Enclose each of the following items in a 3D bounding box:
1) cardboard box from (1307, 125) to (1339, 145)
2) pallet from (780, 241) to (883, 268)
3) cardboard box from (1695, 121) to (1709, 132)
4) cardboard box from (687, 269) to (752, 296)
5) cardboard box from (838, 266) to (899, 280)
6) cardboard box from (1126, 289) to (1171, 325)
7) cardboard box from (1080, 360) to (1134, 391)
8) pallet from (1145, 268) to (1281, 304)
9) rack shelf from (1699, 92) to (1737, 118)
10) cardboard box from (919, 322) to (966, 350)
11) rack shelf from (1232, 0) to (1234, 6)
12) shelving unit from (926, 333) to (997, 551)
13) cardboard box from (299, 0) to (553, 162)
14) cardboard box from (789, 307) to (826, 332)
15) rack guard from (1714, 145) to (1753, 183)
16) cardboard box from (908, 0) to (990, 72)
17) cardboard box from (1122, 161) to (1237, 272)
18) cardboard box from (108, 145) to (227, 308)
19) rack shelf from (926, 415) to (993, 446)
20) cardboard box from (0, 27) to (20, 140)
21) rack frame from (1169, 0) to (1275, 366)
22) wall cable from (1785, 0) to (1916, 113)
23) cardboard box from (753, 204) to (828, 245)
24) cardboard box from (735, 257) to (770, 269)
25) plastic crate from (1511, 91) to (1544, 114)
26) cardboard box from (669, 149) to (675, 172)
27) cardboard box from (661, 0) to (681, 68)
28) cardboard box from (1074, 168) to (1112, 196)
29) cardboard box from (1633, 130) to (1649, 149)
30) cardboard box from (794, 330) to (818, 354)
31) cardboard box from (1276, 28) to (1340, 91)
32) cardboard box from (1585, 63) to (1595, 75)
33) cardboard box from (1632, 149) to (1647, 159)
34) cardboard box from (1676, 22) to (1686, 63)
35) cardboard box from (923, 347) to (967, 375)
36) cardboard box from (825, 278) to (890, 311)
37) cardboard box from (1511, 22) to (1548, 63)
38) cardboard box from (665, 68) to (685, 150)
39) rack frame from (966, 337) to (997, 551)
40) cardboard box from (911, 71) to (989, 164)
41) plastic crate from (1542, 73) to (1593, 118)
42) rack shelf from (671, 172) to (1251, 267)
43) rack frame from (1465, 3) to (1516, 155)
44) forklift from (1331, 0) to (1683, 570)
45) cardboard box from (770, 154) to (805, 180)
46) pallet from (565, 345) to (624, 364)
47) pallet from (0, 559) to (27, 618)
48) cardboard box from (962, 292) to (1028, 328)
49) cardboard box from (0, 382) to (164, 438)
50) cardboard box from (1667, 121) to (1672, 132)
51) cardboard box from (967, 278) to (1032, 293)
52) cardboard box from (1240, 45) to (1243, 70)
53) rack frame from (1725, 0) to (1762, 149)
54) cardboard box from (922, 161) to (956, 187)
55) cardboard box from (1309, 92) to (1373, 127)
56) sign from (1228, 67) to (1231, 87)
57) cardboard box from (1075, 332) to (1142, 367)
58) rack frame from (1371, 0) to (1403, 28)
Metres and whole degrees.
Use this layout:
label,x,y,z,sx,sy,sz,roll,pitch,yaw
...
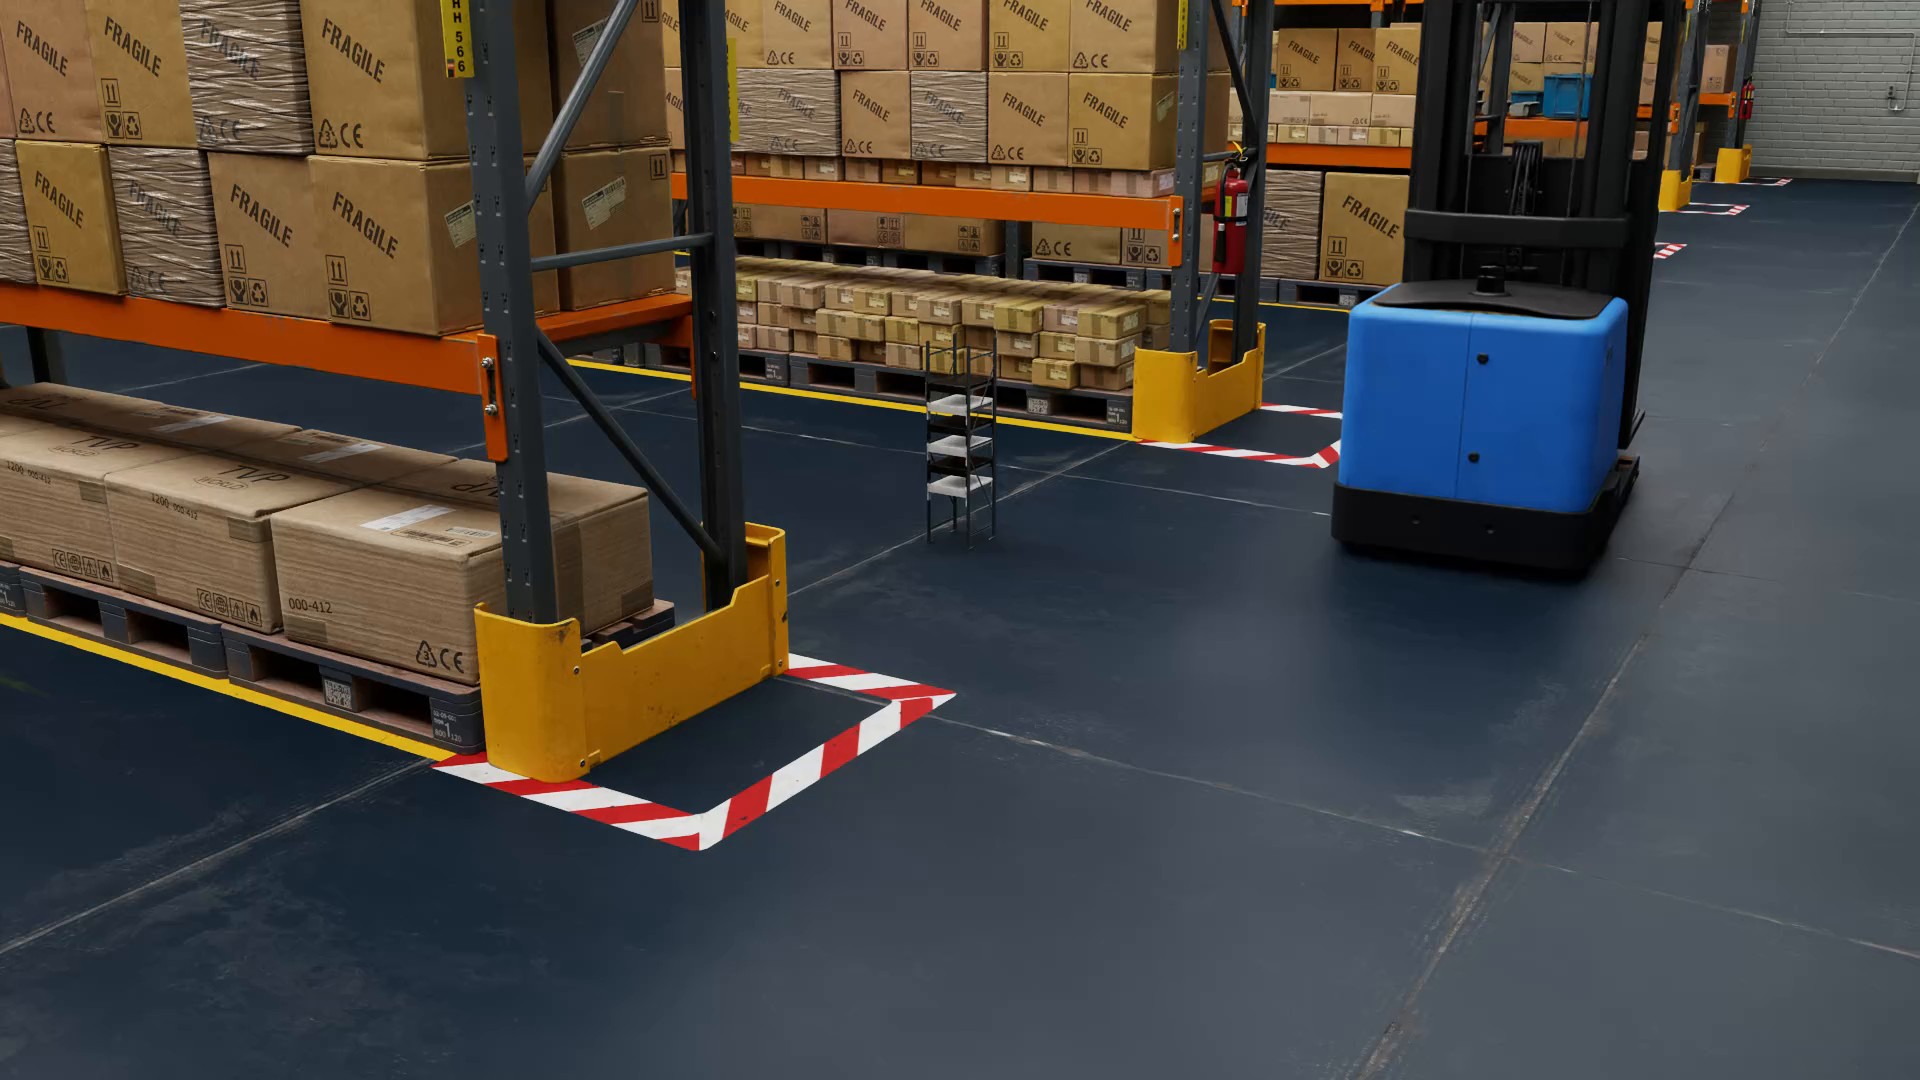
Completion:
label,x,y,z,sx,sy,sz,roll,pitch,yaw
cardboard box,3.009,-3.296,13.502,0.250,0.149,0.380,11,20,31
pallet,-1.016,-2.885,16.517,1.213,0.211,1.003,10,20,30
cardboard box,11.473,-6.435,25.867,0.250,0.149,0.380,10,20,30
cardboard box,-1.568,-1.684,10.923,0.250,0.149,0.380,11,20,33
cardboard box,-0.604,-1.712,11.016,0.250,0.149,0.380,9,19,27
cardboard box,1.183,-1.400,9.987,0.250,0.149,0.380,9,19,28
cardboard box,0.894,-0.979,9.627,0.250,0.149,0.380,11,20,31
pallet,2.376,-2.281,14.527,1.213,0.211,1.003,10,20,30
rack shelf,10.206,-6.968,26.396,4.000,0.370,1.077,10,20,30
cardboard box,-0.039,-1.257,10.030,0.250,0.149,0.380,10,20,31
rack shelf,1.613,-6.558,19.885,4.000,0.370,1.077,10,20,30
shelving unit,0.007,-0.429,7.246,0.210,0.900,0.258,10,20,30
cardboard box,-1.588,-1.413,4.981,0.500,0.500,0.500,11,20,32
cardboard box,-0.876,-1.434,10.610,0.250,0.149,0.380,11,20,33
rack guard,11.931,-5.808,25.641,0.348,0.500,1.175,10,20,30
cardboard box,0.052,-2.945,9.510,0.500,0.500,0.500,11,20,33
cardboard box,2.012,-2.863,14.578,0.875,0.875,0.875,10,20,30
cardboard box,-2.466,-1.084,5.618,0.500,0.500,0.500,11,20,32
rack shelf,0.007,-0.484,7.230,0.200,0.077,0.258,10,20,30
cardboard box,-3.325,-1.716,5.977,0.500,0.500,0.500,11,20,31
rack frame,1.452,-2.114,9.180,0.127,3.000,1.000,10,20,30
wall cable,13.496,-7.533,25.272,1.851,1.984,0.084,10,20,30
cardboard box,-1.351,-3.481,16.612,0.875,0.875,1.225,10,20,30
cardboard box,-1.517,-1.854,11.484,0.250,0.149,0.380,11,20,32
plastic crate,6.126,-4.722,17.949,0.300,0.233,0.416,10,20,30
cardboard box,-1.887,-2.478,10.811,0.250,0.149,0.380,11,20,32
cardboard box,-1.700,-3.262,10.556,0.500,0.500,0.500,11,20,31
cardboard box,0.834,-2.021,9.305,0.250,0.149,0.380,10,20,30
cardboard box,10.835,-6.170,26.111,0.500,0.500,0.700,10,20,30
cardboard box,-0.859,-1.301,10.684,0.250,0.149,0.380,9,19,28
cardboard box,2.995,-4.050,14.009,0.500,0.500,0.500,10,19,29
cardboard box,8.353,-5.907,21.494,0.500,0.500,0.500,10,20,31
cardboard box,8.729,-4.816,21.620,0.500,0.500,0.500,10,20,30
cardboard box,9.081,-6.439,21.526,0.500,0.500,0.500,11,20,32
cardboard box,-0.026,-1.113,10.066,0.250,0.149,0.380,9,19,28
cardboard box,-0.643,-1.544,10.461,0.250,0.149,0.380,9,19,28
cardboard box,7.485,-6.538,21.853,0.500,0.500,0.500,11,20,32
cardboard box,-1.667,-2.775,10.672,0.500,0.500,0.500,10,19,29
rack frame,0.094,-0.414,7.195,0.006,0.900,0.240,10,20,30
cardboard box,0.061,-2.463,9.646,0.500,0.500,0.500,10,20,30
plastic crate,6.342,-4.604,17.214,0.499,0.435,0.616,10,20,30
rack shelf,-0.253,-2.074,10.286,4.000,0.370,1.077,10,20,30
rack frame,4.133,-3.327,13.174,0.127,3.000,1.000,10,20,30
forklift,2.721,-1.661,7.806,1.130,2.935,3.031,8,19,26
cardboard box,-0.964,-2.332,10.331,0.250,0.149,0.380,11,20,31
pallet,-2.621,-1.506,11.977,1.213,0.211,1.003,10,20,30
pallet,-3.854,-0.012,7.058,1.213,0.211,1.003,10,20,30
cardboard box,0.209,-1.369,9.886,0.250,0.149,0.380,9,19,28
cardboard box,-3.983,-0.334,7.006,0.875,0.438,0.875,10,19,29
cardboard box,11.057,-6.379,25.682,0.250,0.149,0.380,10,19,29
cardboard box,0.251,-1.543,10.460,0.250,0.149,0.380,11,20,32
cardboard box,3.779,-6.991,24.342,0.500,0.500,0.700,15,22,40
rack frame,11.910,-7.008,25.290,0.127,3.000,1.000,10,20,30
cardboard box,-0.026,-2.191,9.867,0.250,0.149,0.380,9,19,28
cardboard box,3.150,-3.483,13.433,0.500,0.250,0.500,10,19,29
sign,3.028,-5.159,18.727,0.005,0.325,0.100,10,20,30
cardboard box,0.852,-1.103,9.522,0.250,0.149,0.380,10,19,29
rack frame,5.913,-6.389,23.252,0.127,3.000,1.000,10,20,30
